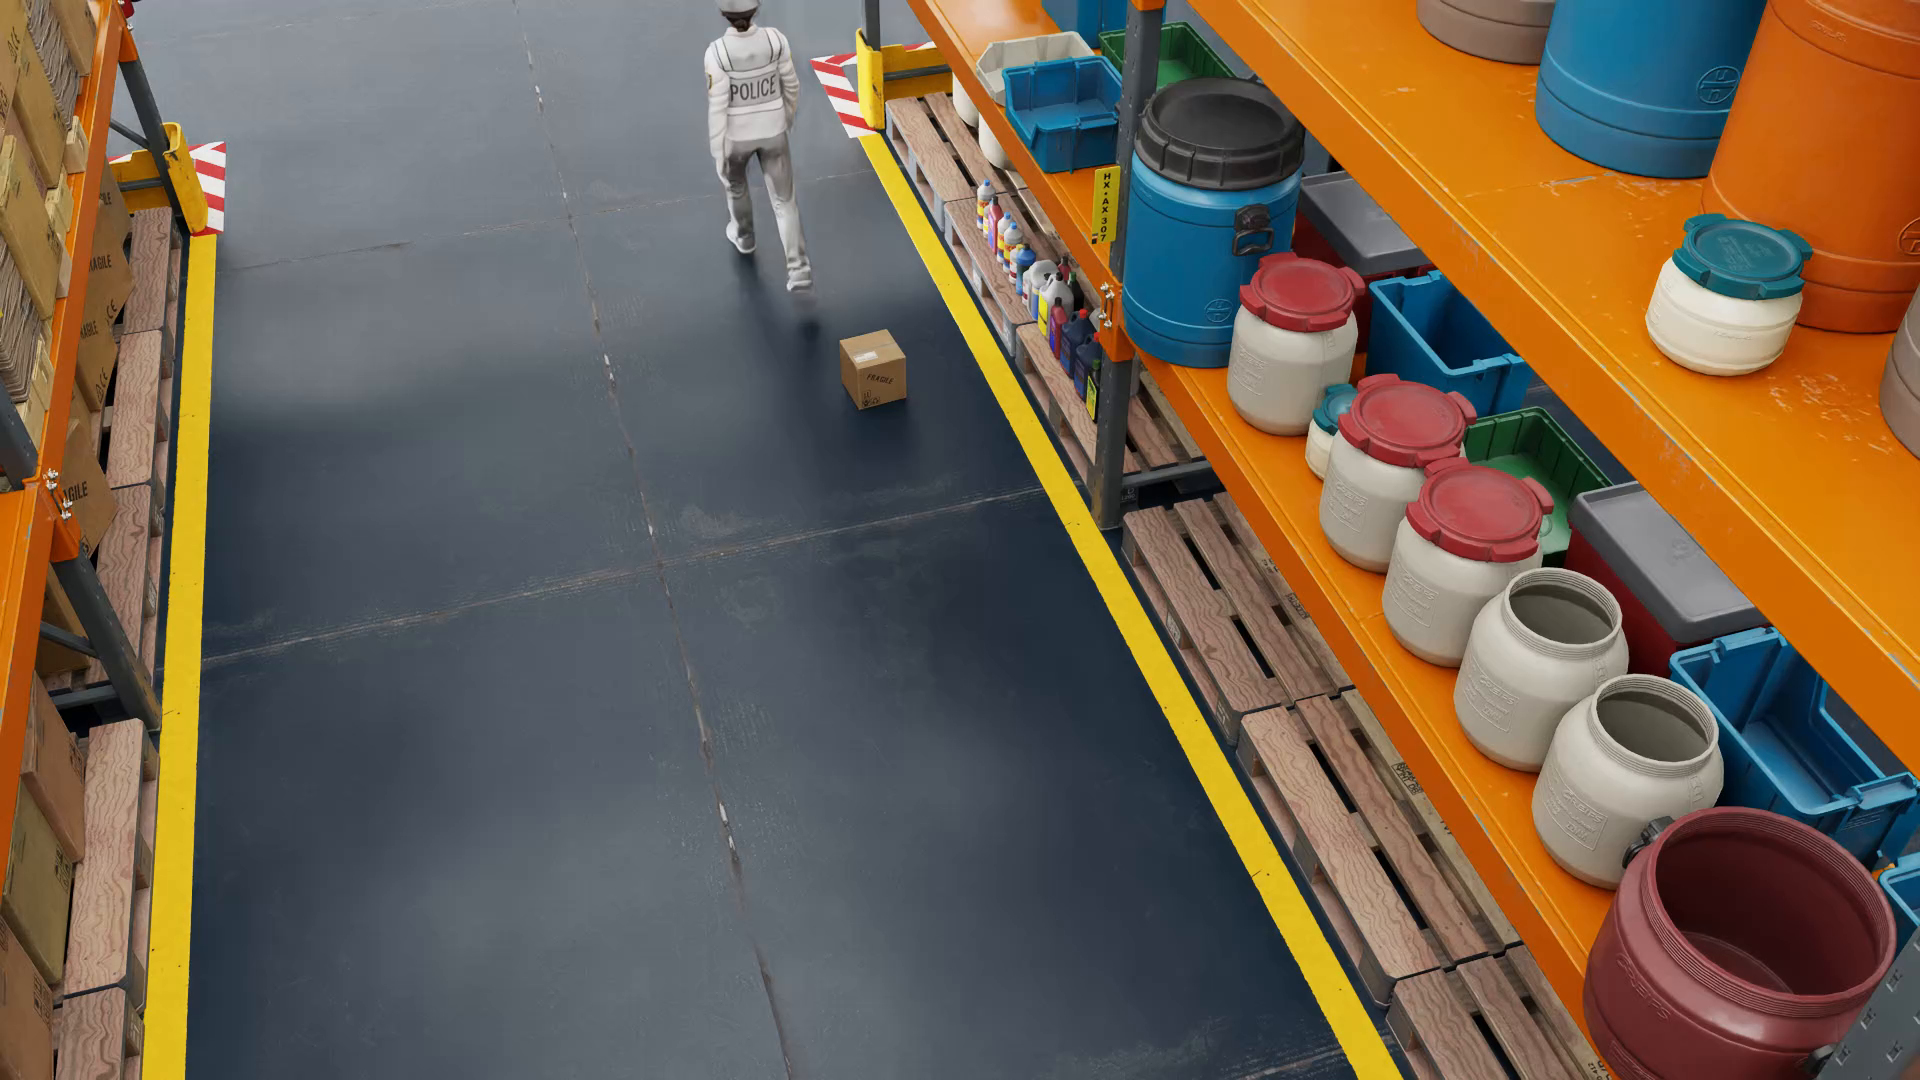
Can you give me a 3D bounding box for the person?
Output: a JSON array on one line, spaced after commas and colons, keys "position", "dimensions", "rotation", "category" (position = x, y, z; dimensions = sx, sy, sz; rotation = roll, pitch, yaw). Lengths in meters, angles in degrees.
[{"position": [-1.023, -2.043, 8.365], "dimensions": [0.514, 1.639, 0.974], "rotation": [-14, 44, -15], "category": "person"}]
